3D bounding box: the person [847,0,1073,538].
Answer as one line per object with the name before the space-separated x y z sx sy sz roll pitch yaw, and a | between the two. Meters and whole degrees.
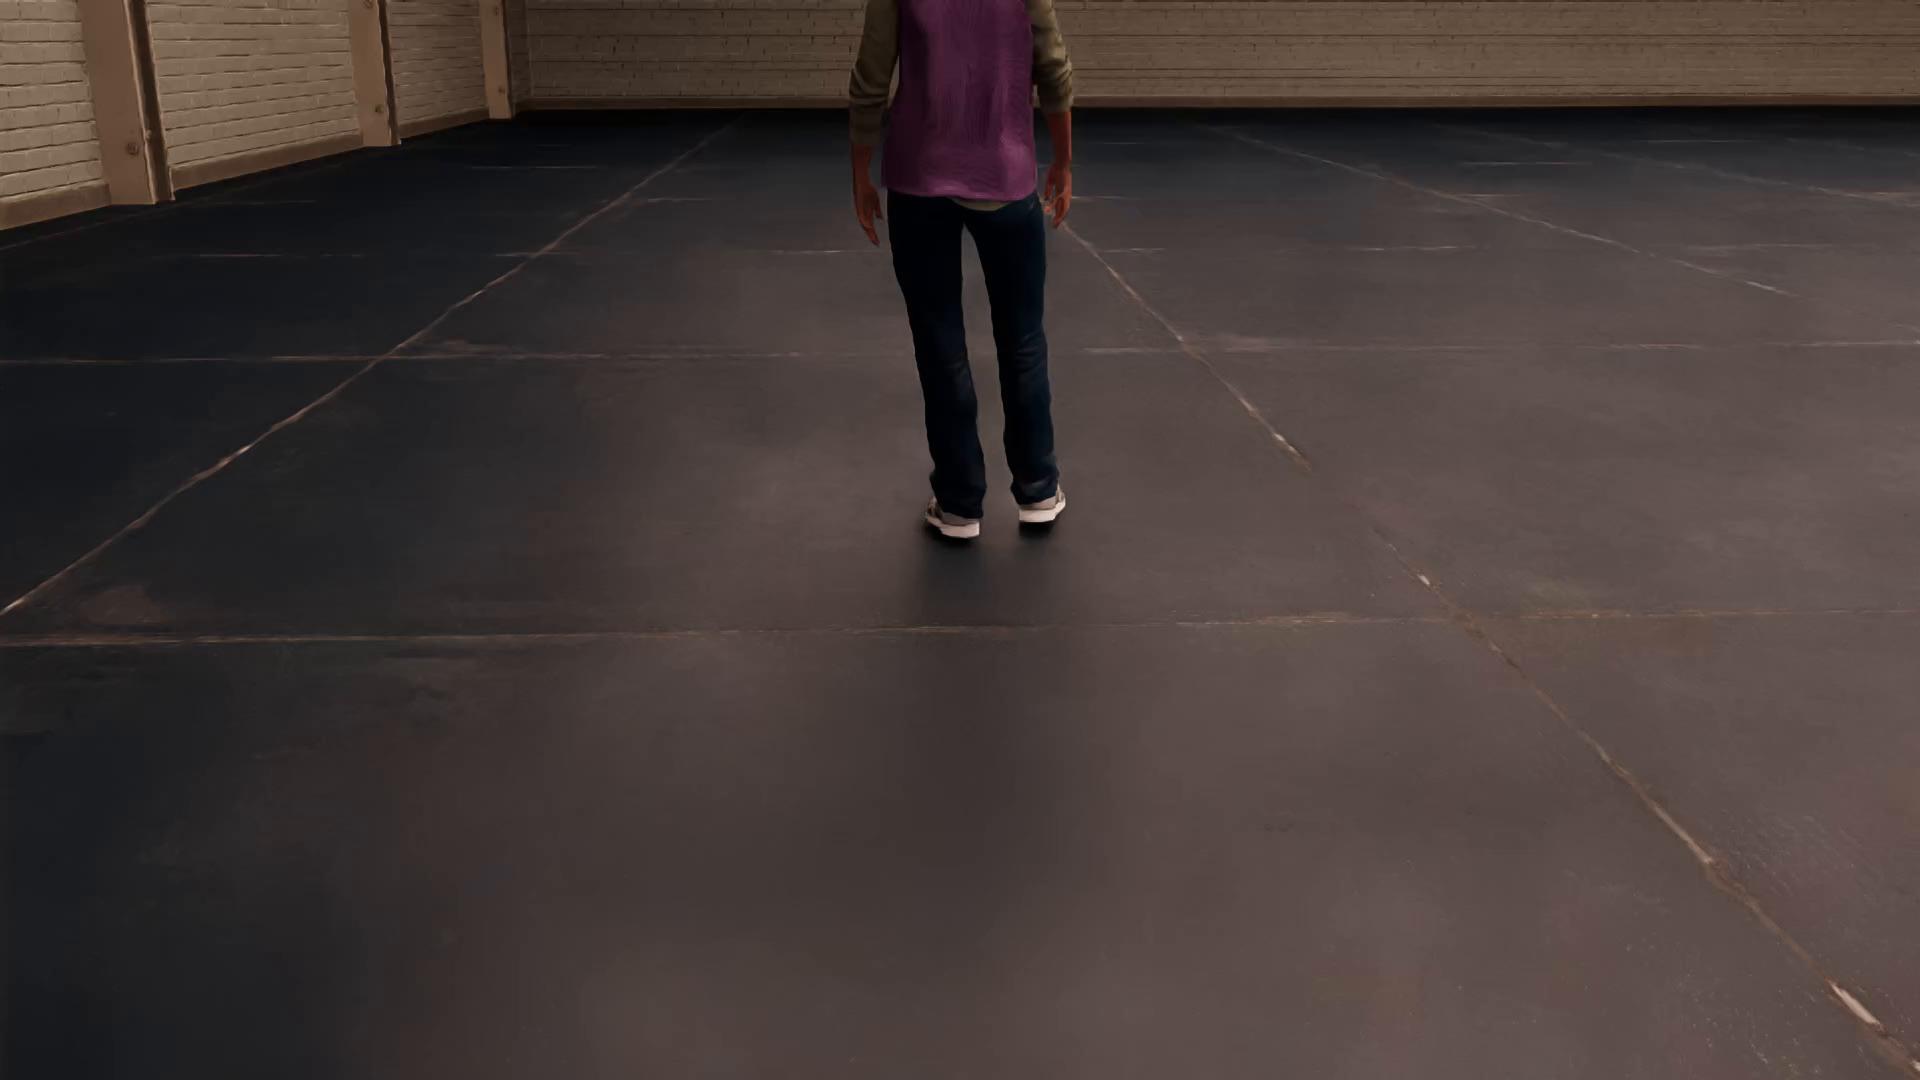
person | 0.010 -0.792 3.754 0.520 1.597 0.474 -1 17 -3
